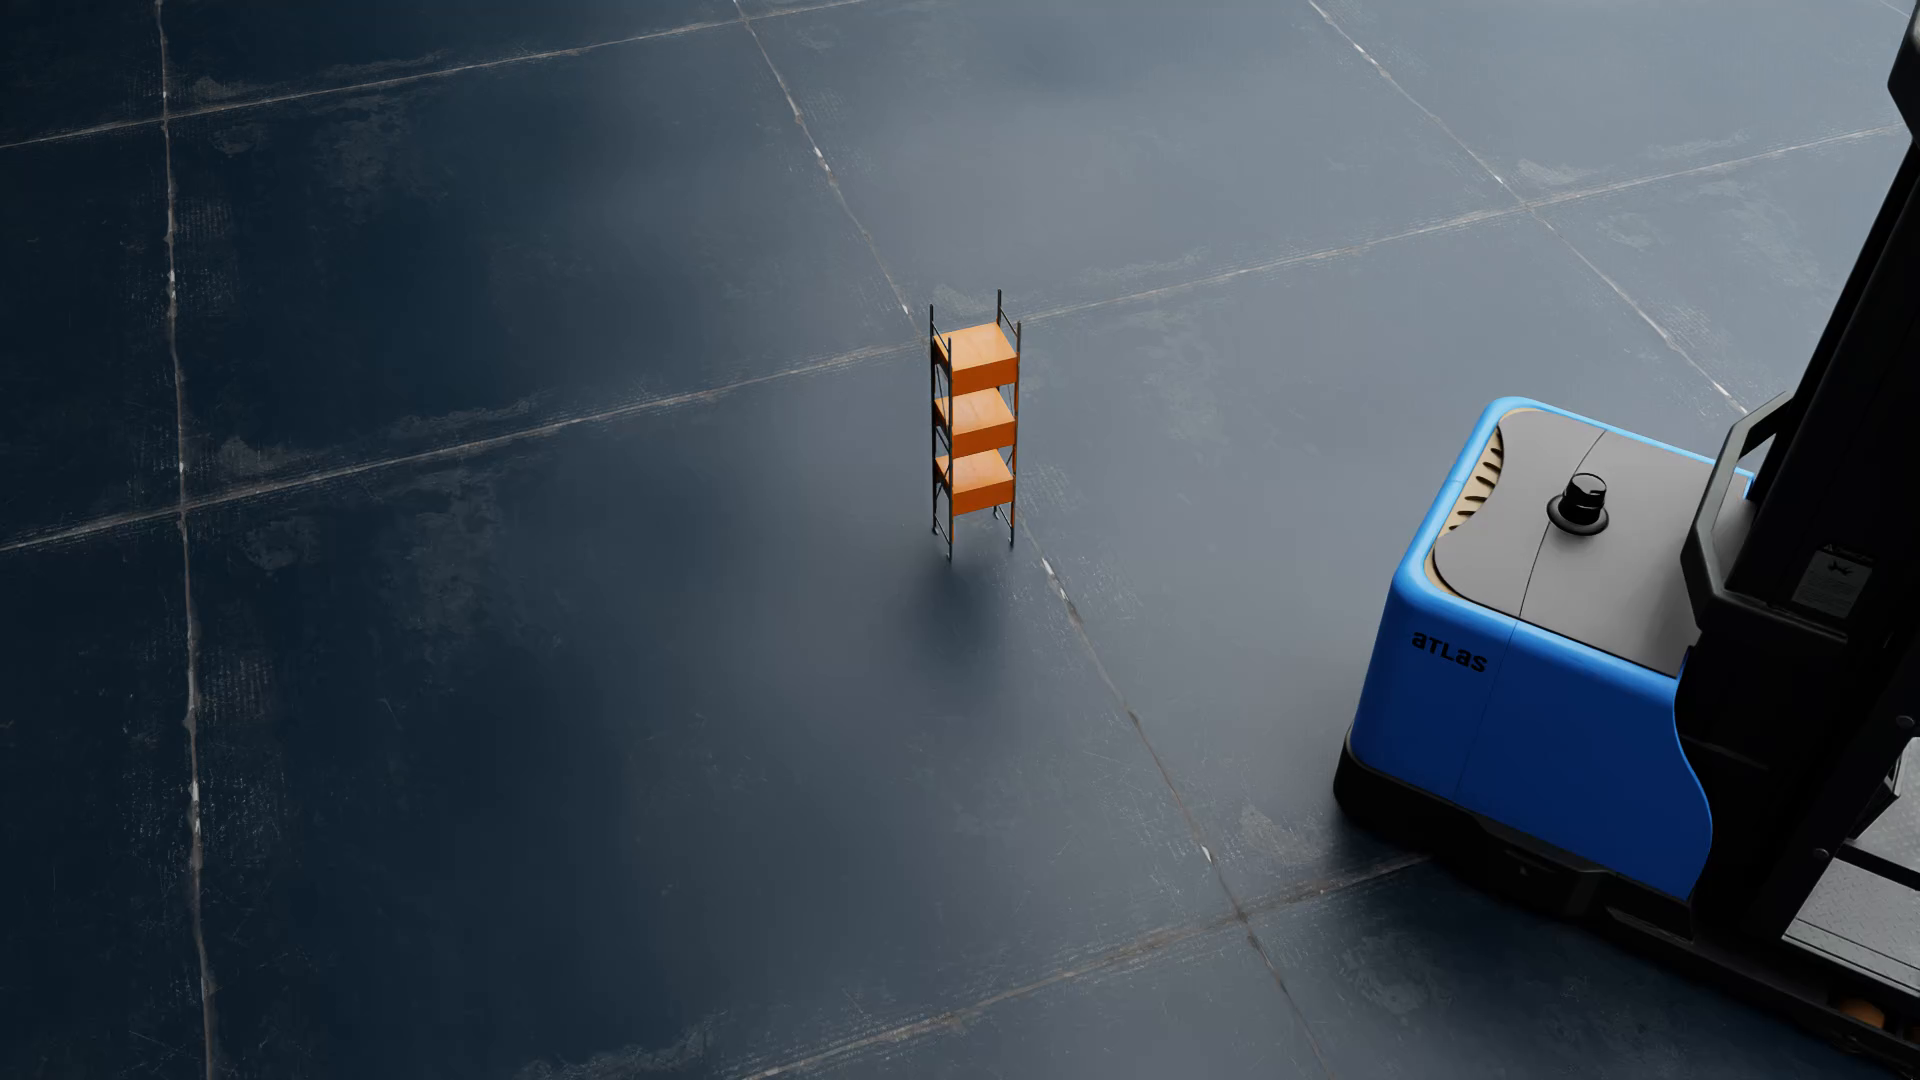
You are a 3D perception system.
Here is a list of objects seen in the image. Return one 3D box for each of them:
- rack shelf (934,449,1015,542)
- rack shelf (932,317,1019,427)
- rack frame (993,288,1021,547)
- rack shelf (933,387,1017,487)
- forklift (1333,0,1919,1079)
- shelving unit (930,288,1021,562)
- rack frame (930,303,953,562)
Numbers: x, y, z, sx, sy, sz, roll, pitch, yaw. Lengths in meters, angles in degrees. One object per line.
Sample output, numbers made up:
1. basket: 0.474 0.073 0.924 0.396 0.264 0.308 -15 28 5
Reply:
1. rack shelf: 0.050 -0.180 6.095 0.240 0.259 0.215 -14 47 -14
2. rack shelf: 0.050 -0.576 5.697 0.240 0.259 0.215 -14 47 -14
3. rack frame: 0.165 -0.413 5.920 0.008 1.050 0.200 -14 47 -14
4. rack shelf: 0.050 -0.376 5.898 0.240 0.259 0.215 -14 47 -14
5. forklift: 2.733 0.071 4.110 3.031 2.935 1.130 22 49 21
6. shelving unit: 0.050 -0.383 5.891 0.252 1.050 0.215 -14 47 -14
7. rack frame: -0.064 -0.354 5.862 0.008 1.050 0.200 -14 47 -14
